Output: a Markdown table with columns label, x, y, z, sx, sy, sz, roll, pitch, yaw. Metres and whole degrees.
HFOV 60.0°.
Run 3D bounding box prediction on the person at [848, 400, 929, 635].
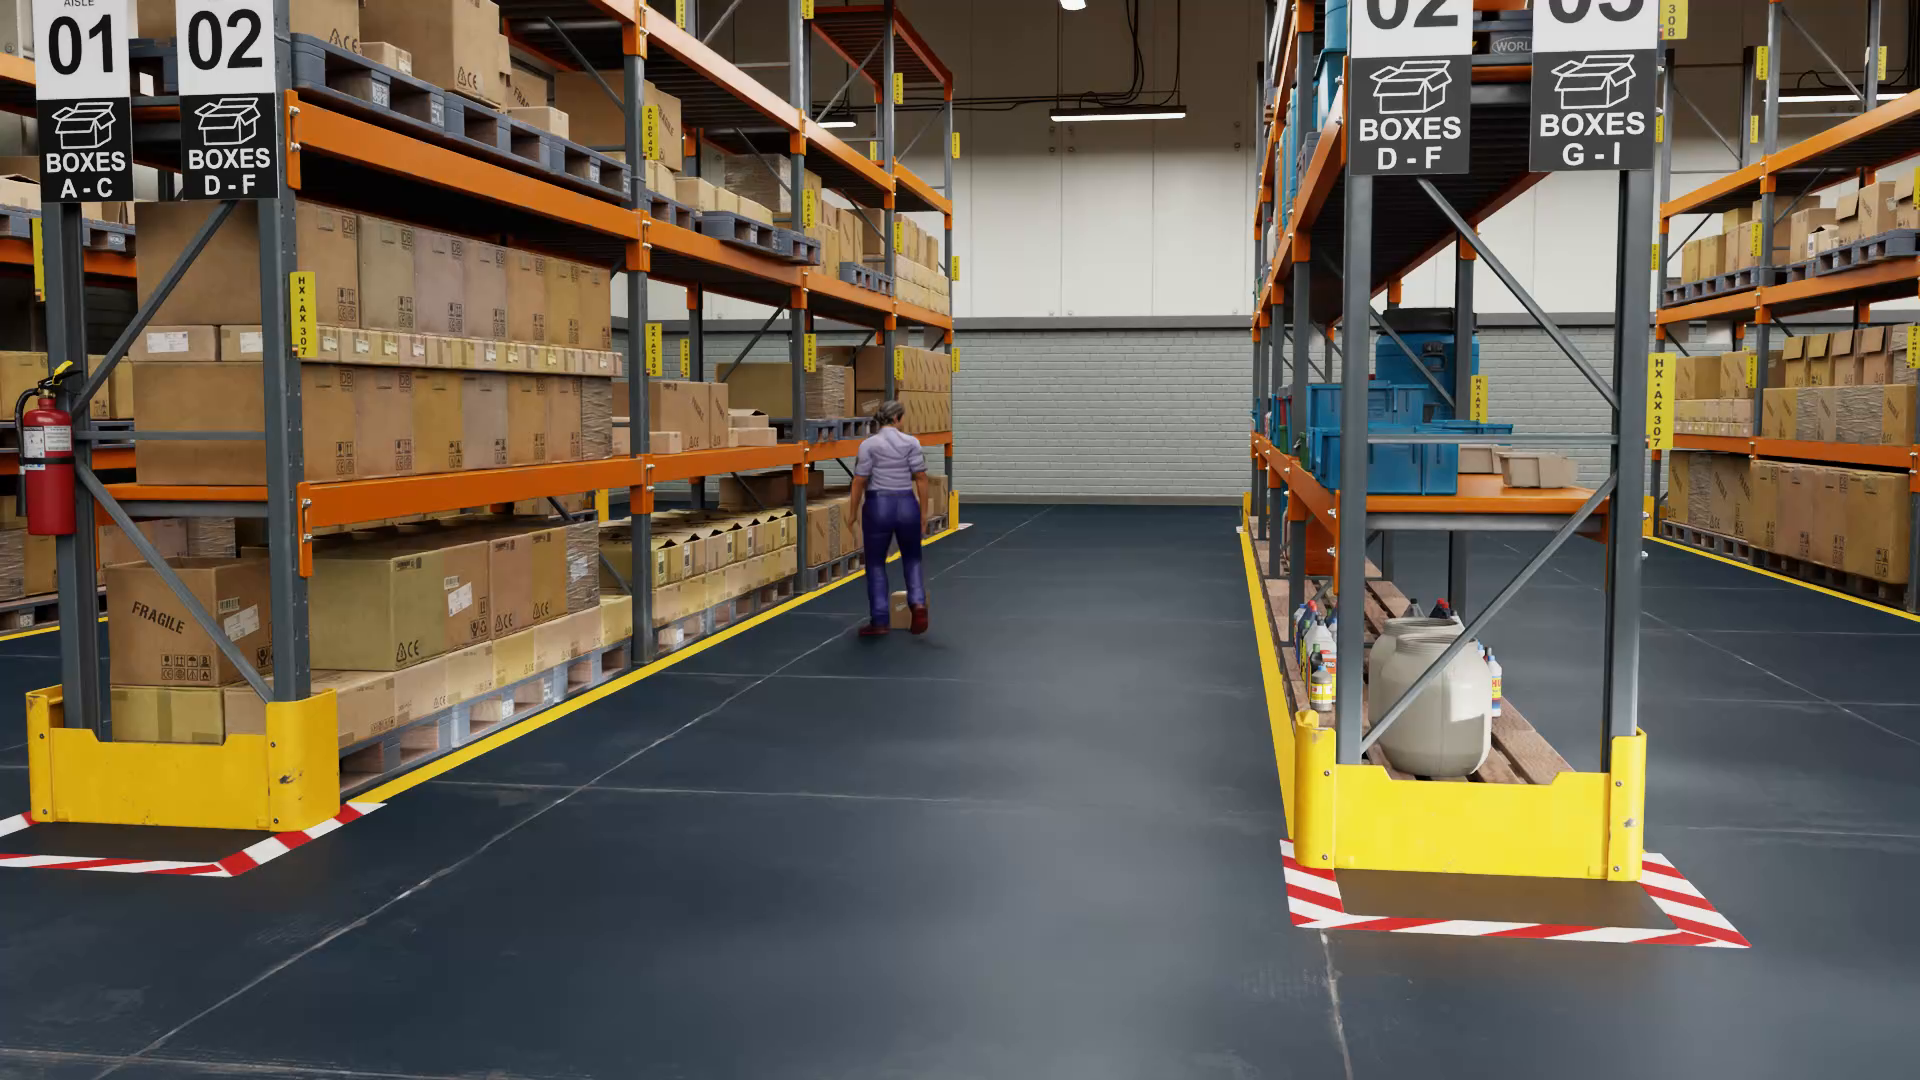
| label | x | y | z | sx | sy | sz | roll | pitch | yaw |
| --- | --- | --- | --- | --- | --- | --- | --- | --- | --- |
| person | -0.483 | -0.149 | 11.630 | 0.542 | 1.649 | 0.436 | -2 | 5 | -19 |
